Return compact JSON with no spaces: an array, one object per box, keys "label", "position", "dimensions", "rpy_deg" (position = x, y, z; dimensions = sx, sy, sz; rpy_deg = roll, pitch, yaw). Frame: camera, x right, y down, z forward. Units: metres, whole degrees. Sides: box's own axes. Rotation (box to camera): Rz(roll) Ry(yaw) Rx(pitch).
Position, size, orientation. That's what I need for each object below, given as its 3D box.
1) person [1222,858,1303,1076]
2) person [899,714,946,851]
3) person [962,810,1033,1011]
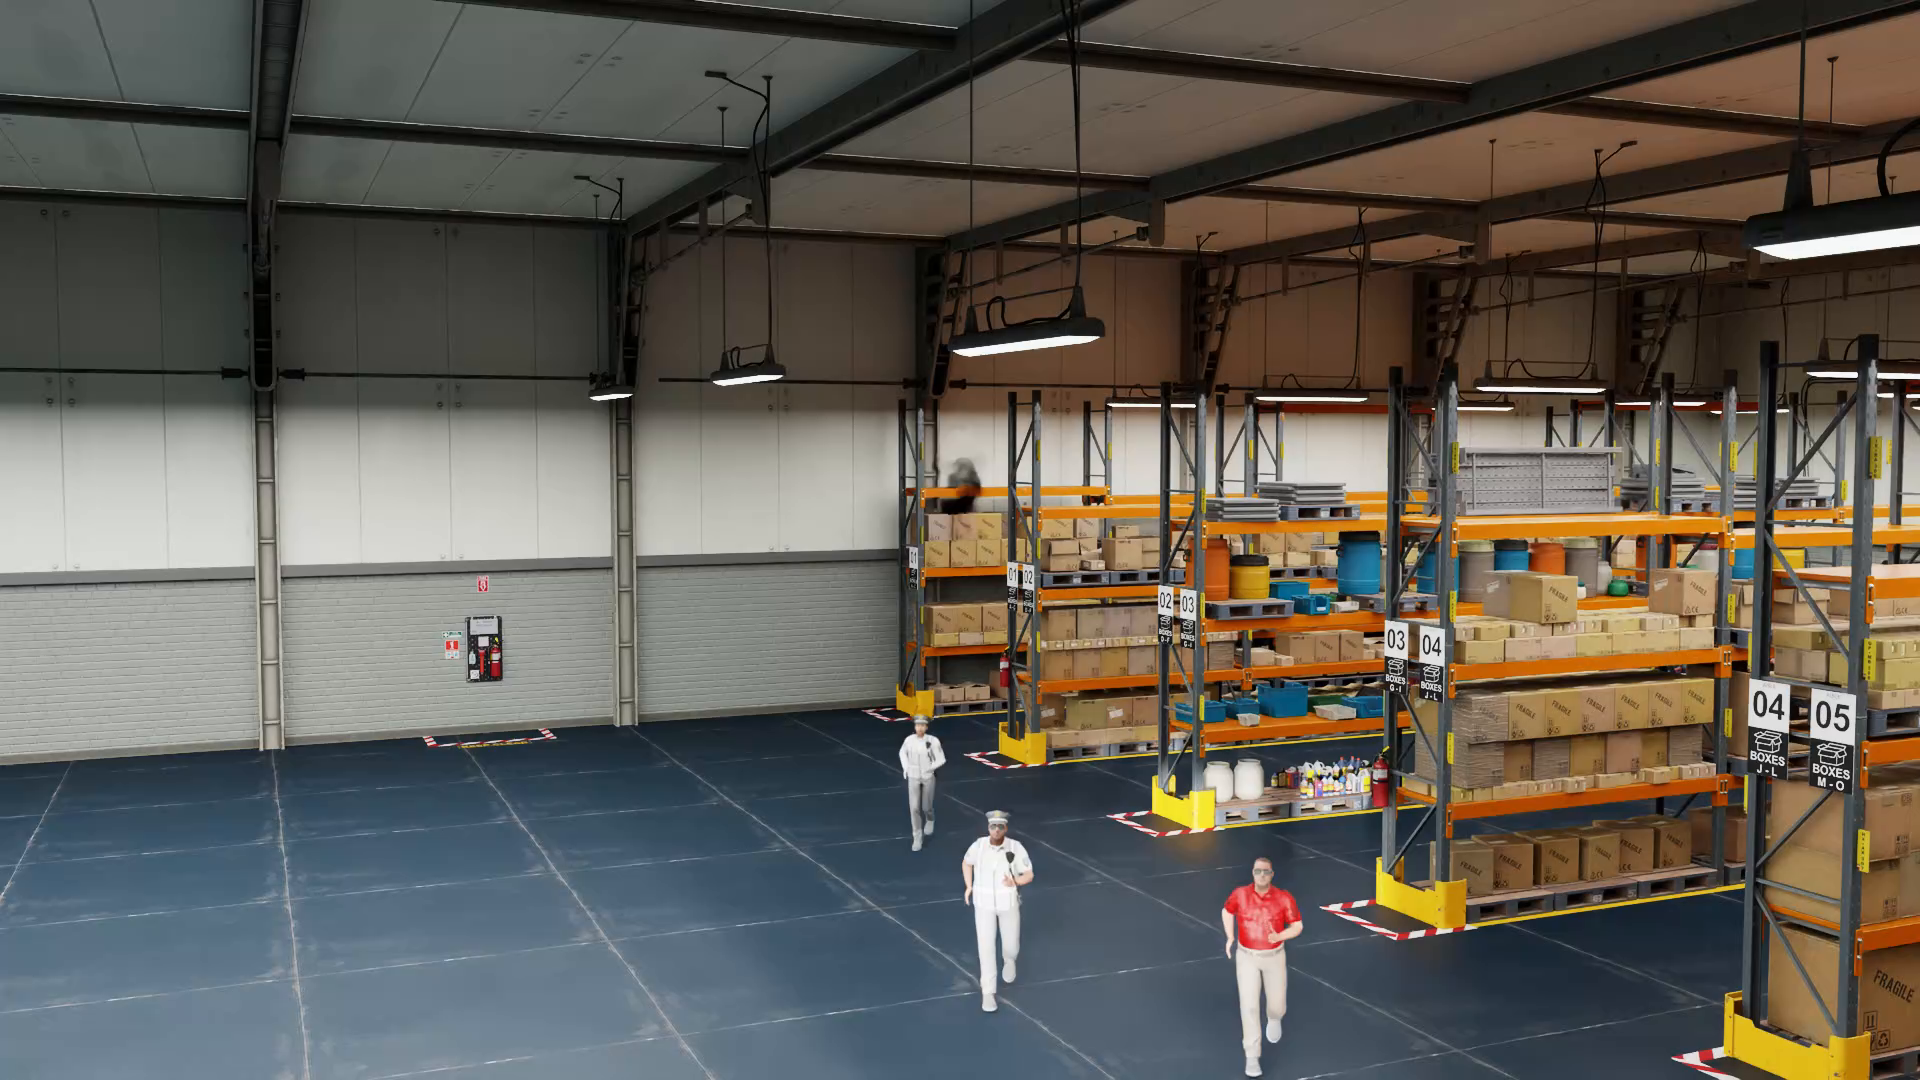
[{"label":"person","position":[2.509,3.492,13.850],"dimensions":[0.674,1.696,0.921],"rpy_deg":[1,3,12]},{"label":"person","position":[-0.490,3.064,21.344],"dimensions":[0.623,1.697,0.847],"rpy_deg":[0,3,7]},{"label":"person","position":[0.344,3.363,15.405],"dimensions":[0.671,1.755,0.963],"rpy_deg":[0,3,4]}]
